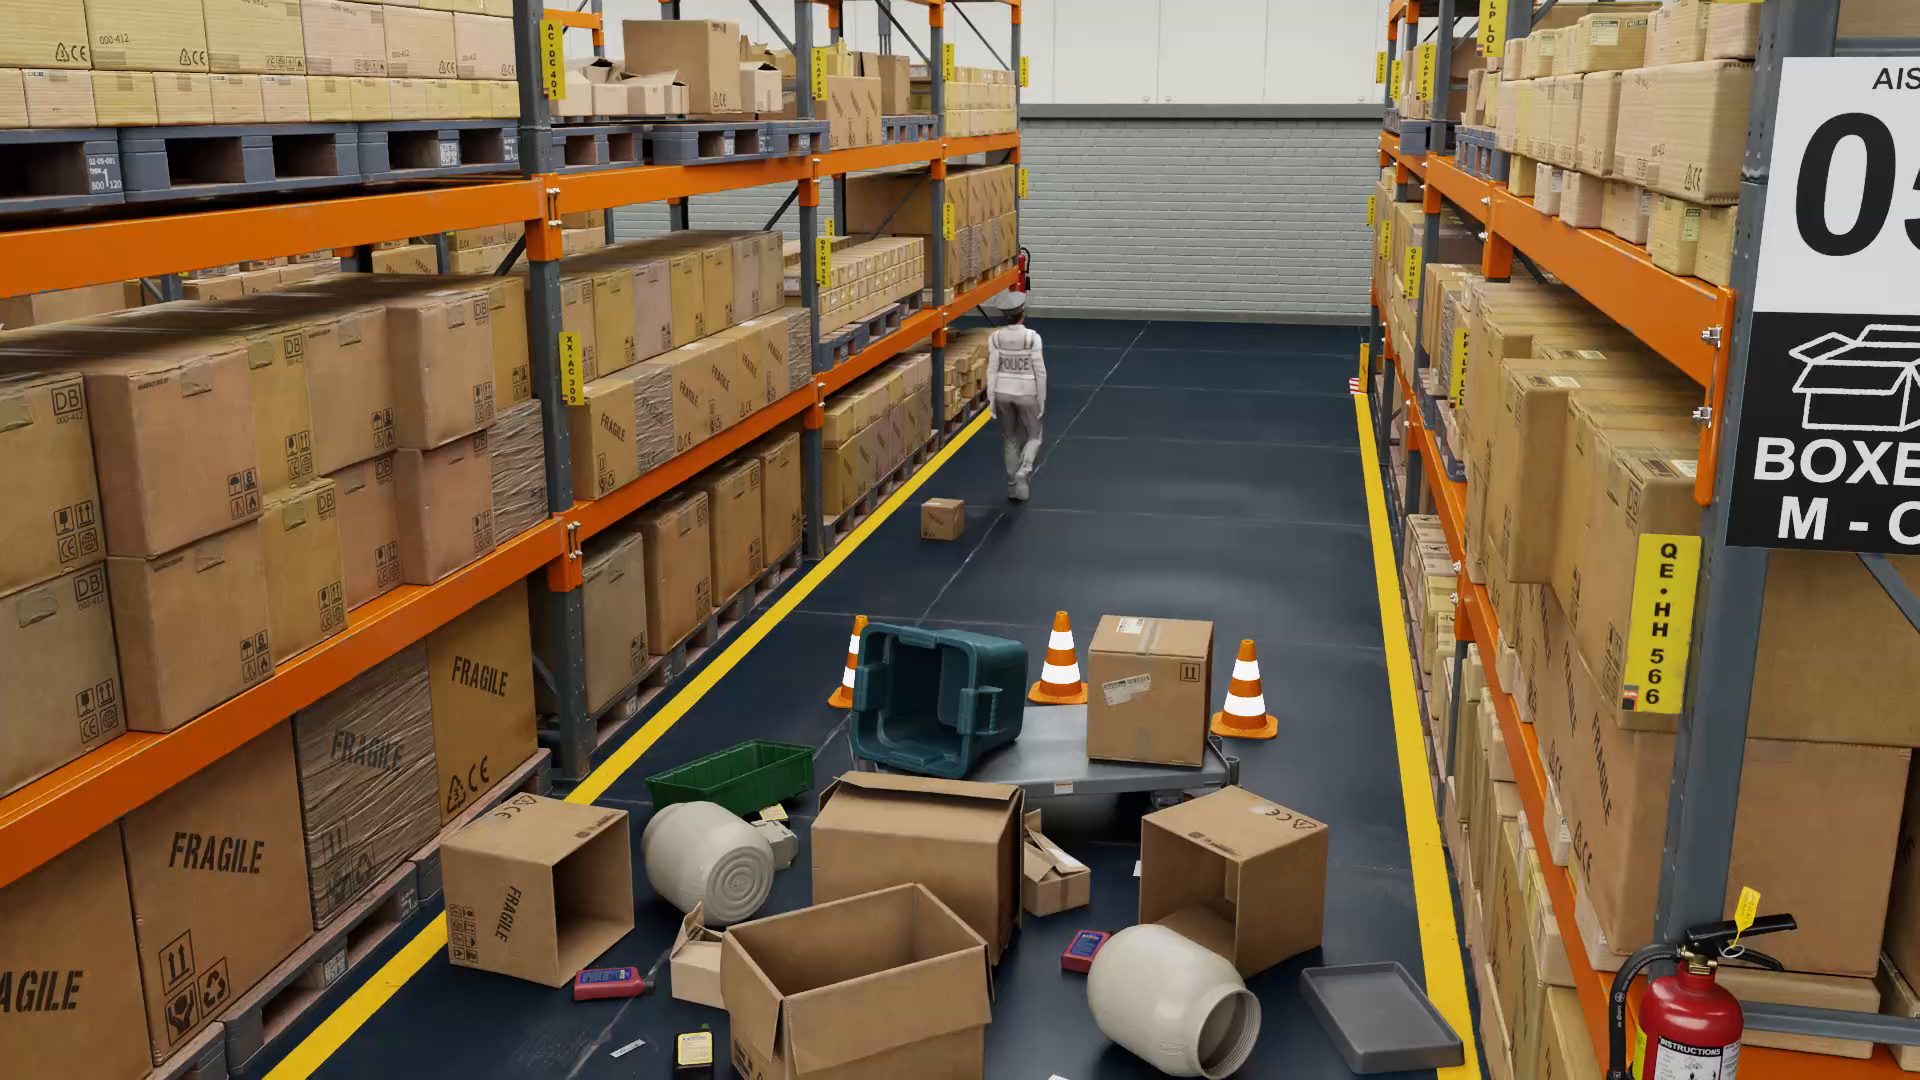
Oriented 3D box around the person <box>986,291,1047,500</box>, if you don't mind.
[{"bbox_3d":[0.447,-1.125,13.157,0.486,1.674,0.609,4,15,15],"label":"person"}]
